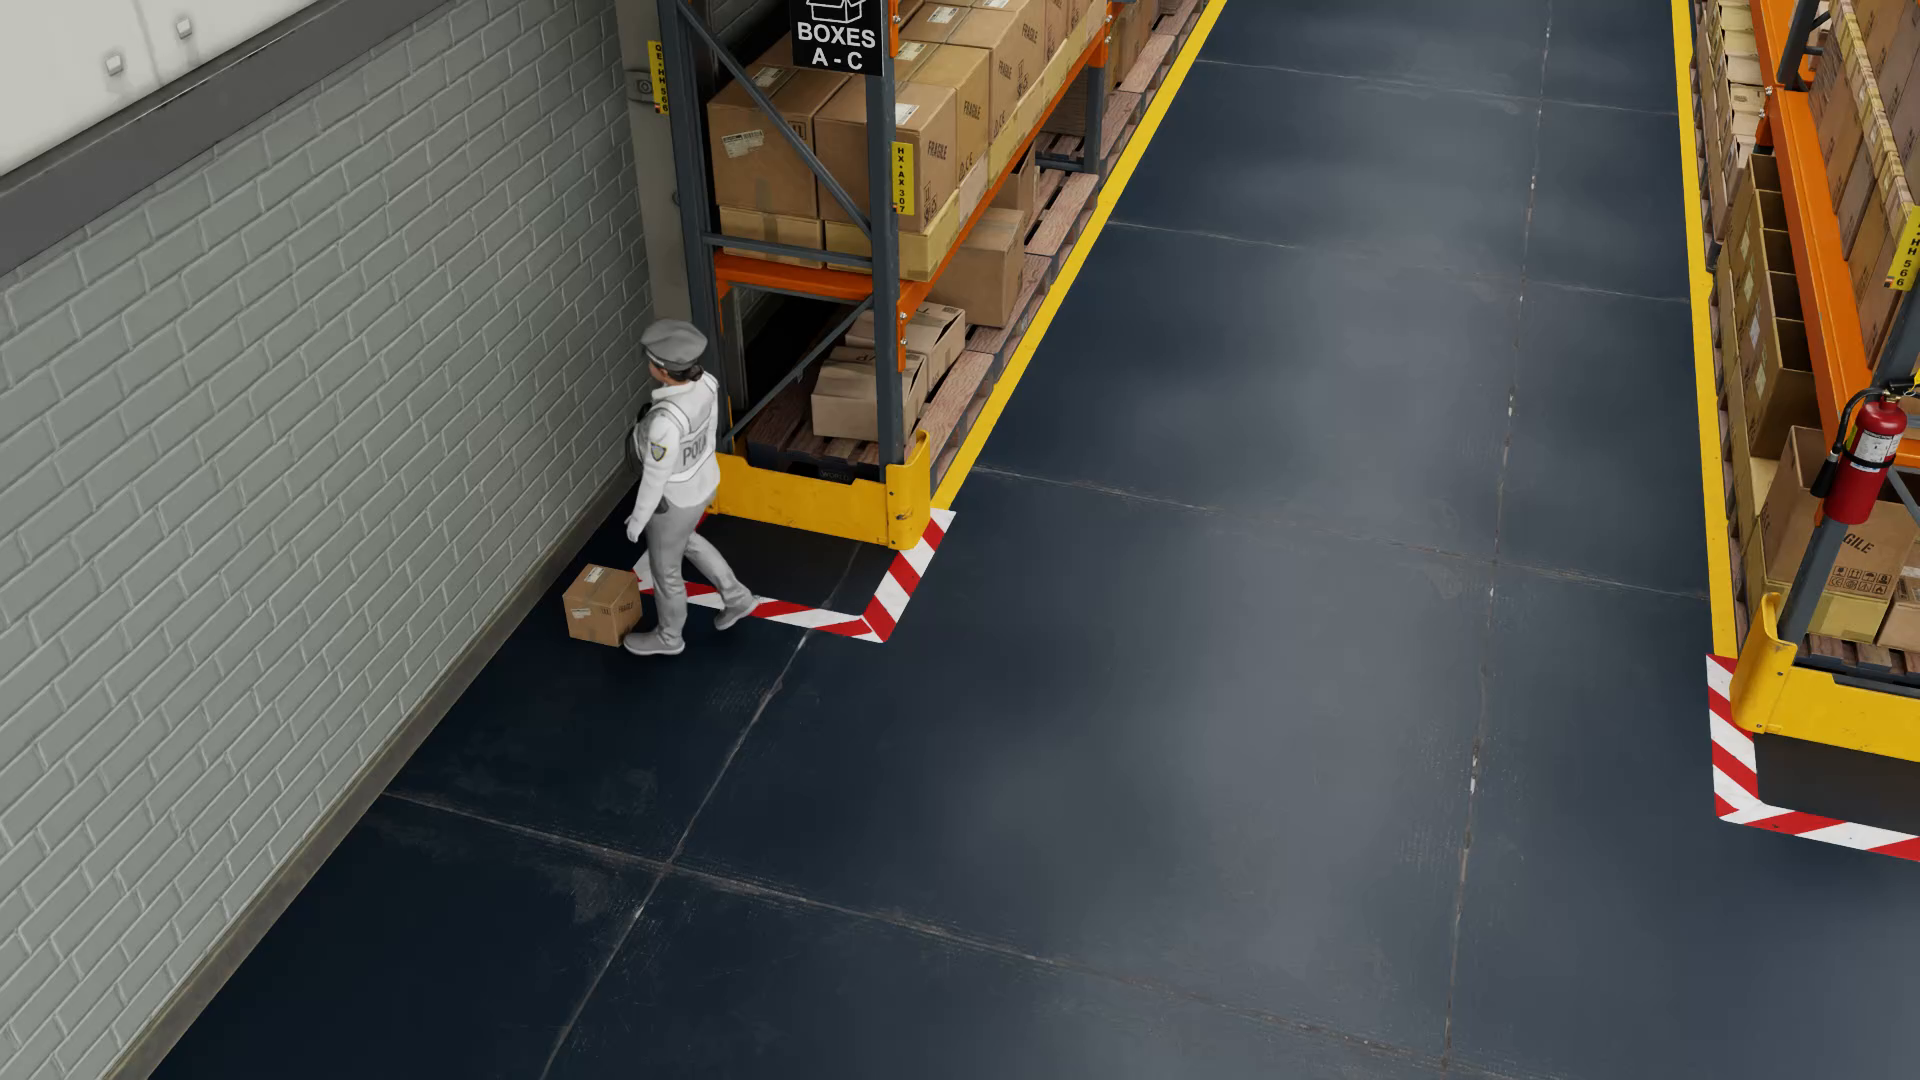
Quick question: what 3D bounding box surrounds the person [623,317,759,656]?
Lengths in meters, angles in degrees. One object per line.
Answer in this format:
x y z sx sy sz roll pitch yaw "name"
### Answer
-1.227 -0.200 7.113 0.577 1.673 0.501 11 39 14 "person"
